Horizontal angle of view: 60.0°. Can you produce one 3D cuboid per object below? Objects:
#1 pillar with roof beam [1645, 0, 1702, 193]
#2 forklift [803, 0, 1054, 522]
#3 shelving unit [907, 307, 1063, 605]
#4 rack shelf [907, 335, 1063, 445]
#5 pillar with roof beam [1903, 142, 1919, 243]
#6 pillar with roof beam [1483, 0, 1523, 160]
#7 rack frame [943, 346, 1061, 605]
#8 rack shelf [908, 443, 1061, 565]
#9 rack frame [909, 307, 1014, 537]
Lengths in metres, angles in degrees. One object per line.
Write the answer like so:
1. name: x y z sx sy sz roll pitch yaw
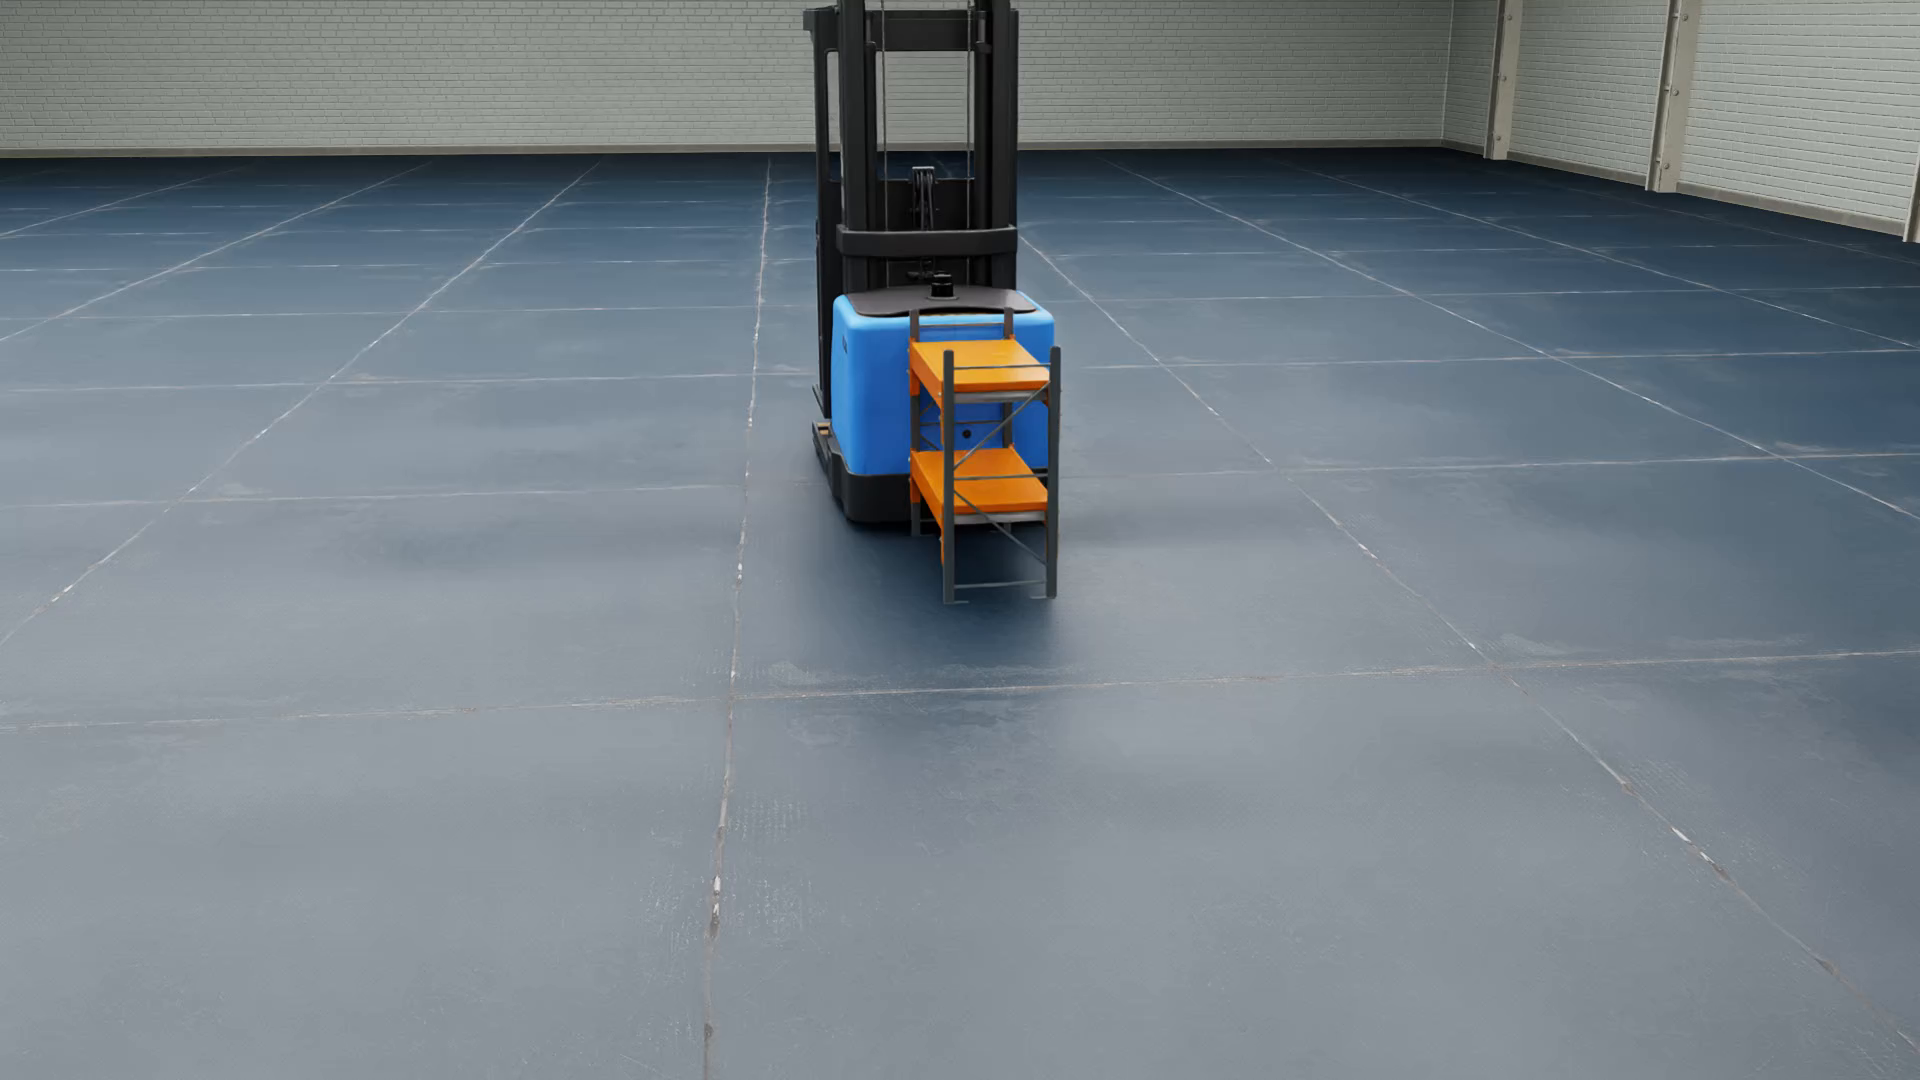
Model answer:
1. pillar with roof beam: 6.113 -9.332 22.878 9.100 9.000 0.400 -2 18 -6
2. forklift: -0.273 -1.885 9.288 1.130 2.935 3.031 -3 18 -9
3. shelving unit: 0.093 -0.418 7.630 0.538 1.125 1.048 -3 18 -9
4. rack shelf: 0.093 -0.697 7.543 0.538 0.278 1.000 -3 18 -9
5. pillar with roof beam: 6.732 -7.544 17.184 9.100 9.000 0.400 -2 18 -6
6. pillar with roof beam: 5.494 -11.119 28.572 9.100 9.000 0.400 -2 18 -6
7. rack frame: 0.177 -0.268 7.152 0.500 1.125 0.032 -3 18 -9
8. rack shelf: 0.093 -0.185 7.704 0.538 0.278 1.000 -3 18 -9
9. rack frame: 0.008 -0.568 8.109 0.500 1.125 0.032 -3 18 -9
